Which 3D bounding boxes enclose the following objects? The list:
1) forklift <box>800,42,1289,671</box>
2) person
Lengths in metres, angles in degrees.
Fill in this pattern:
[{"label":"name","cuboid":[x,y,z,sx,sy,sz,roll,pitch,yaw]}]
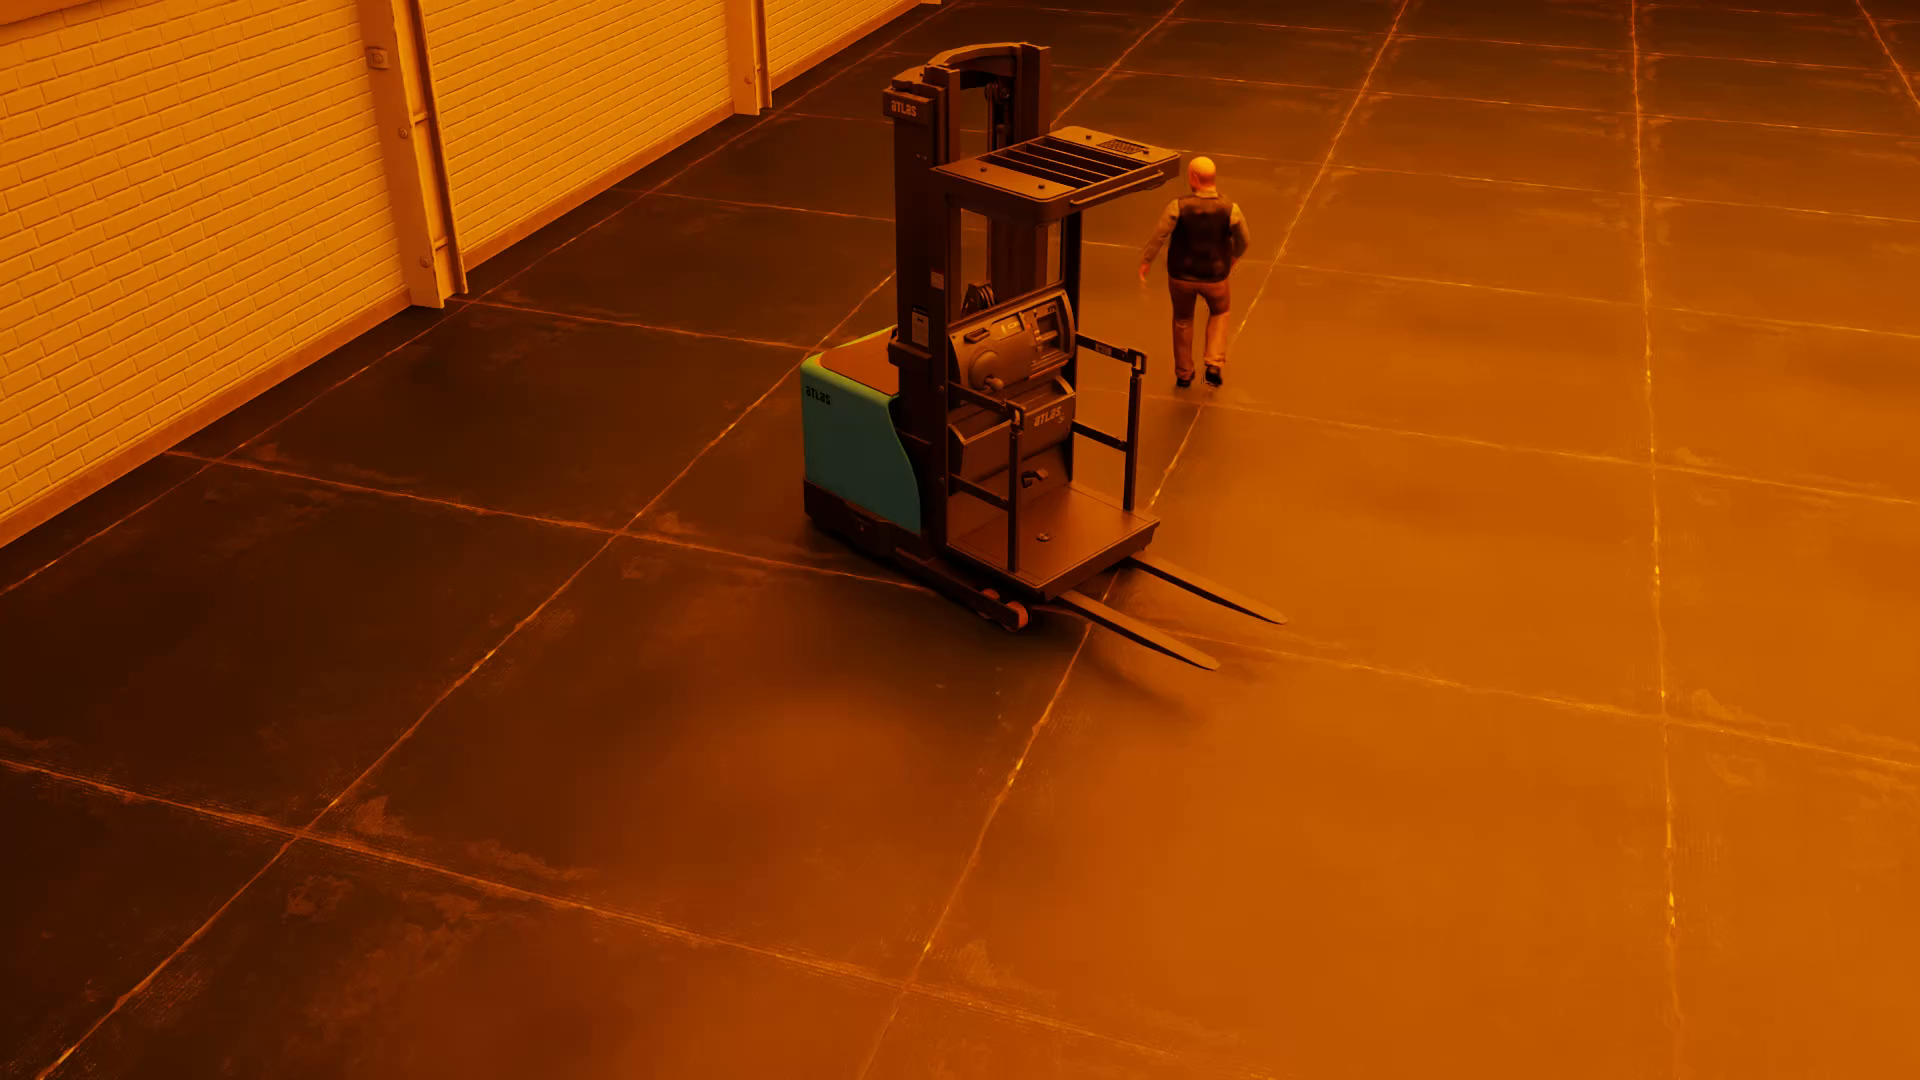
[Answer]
[{"label":"forklift","cuboid":[0.445,-1.057,8.992,3.031,2.935,1.130,26,39,37]},{"label":"person","cuboid":[1.638,-1.875,11.689,0.760,1.688,0.481,6,30,11]}]
